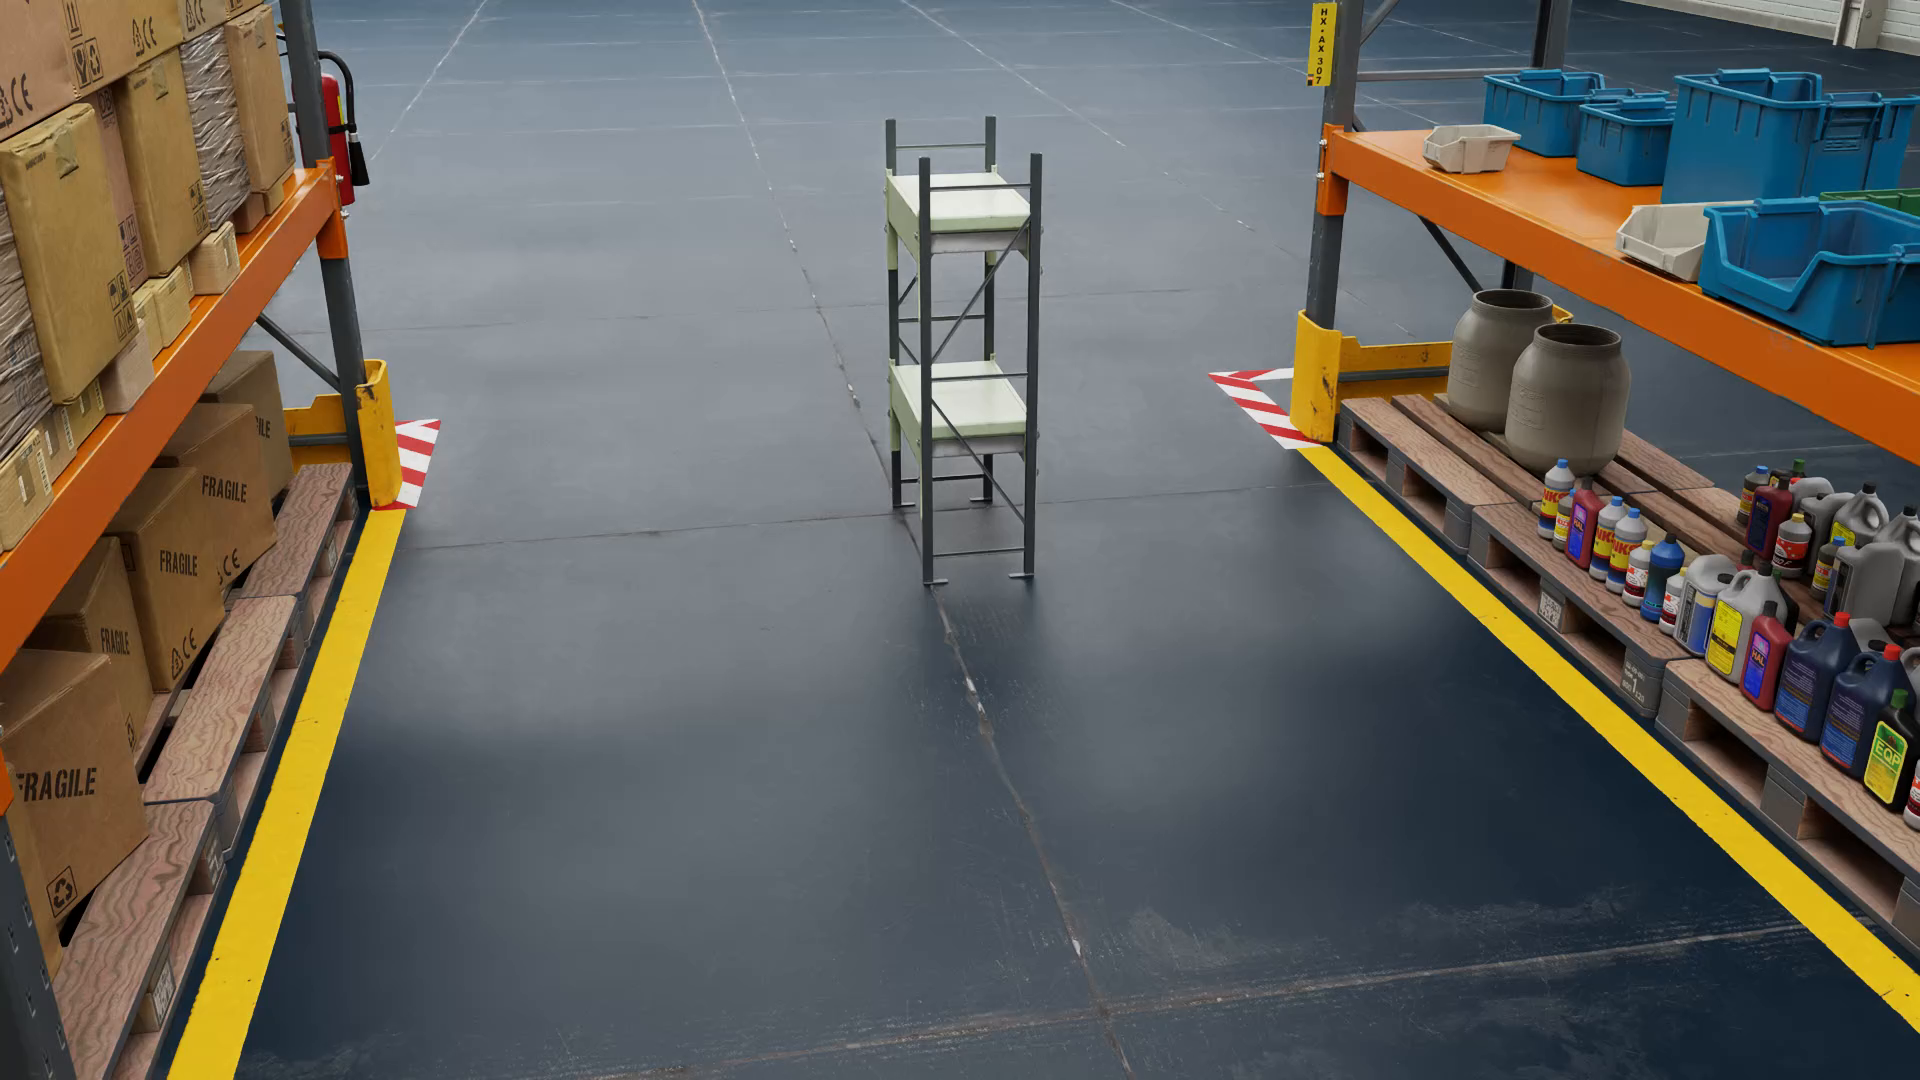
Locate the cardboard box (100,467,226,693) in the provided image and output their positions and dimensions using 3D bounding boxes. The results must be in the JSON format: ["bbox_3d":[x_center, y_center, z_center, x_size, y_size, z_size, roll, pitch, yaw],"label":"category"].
[{"bbox_3d":[-2.511,0.117,4.834,0.500,0.500,0.500,-2,24,-5],"label":"cardboard box"}]

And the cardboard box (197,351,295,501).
[{"bbox_3d":[-2.753,-0.364,5.933,0.500,0.500,0.500,0,24,0],"label":"cardboard box"}]

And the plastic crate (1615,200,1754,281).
[{"bbox_3d":[2.206,-0.856,4.791,0.530,0.136,0.437,-4,24,-10],"label":"plastic crate"}]

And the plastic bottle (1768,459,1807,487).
[{"bbox_3d":[2.826,-0.152,5.695,0.061,0.283,0.133,-4,24,-8],"label":"plastic bottle"}]

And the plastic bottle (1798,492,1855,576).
[{"bbox_3d":[2.832,-0.038,5.442,0.152,0.276,0.135,-5,24,-11],"label":"plastic bottle"}]

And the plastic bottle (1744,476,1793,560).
[{"bbox_3d":[2.702,-0.088,5.547,0.061,0.283,0.133,-4,24,-10],"label":"plastic bottle"}]

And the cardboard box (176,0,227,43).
[{"bbox_3d":[-2.319,-1.613,4.449,0.500,0.500,0.500,-4,24,-10],"label":"cardboard box"}]

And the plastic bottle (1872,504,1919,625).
[{"bbox_3d":[2.901,0.066,5.112,0.144,0.351,0.185,-4,24,-10],"label":"plastic bottle"}]

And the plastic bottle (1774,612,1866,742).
[{"bbox_3d":[2.318,0.348,4.465,0.144,0.351,0.185,-6,24,-12],"label":"plastic bottle"}]

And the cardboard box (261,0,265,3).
[{"bbox_3d":[-2.507,-2.006,5.349,0.500,0.500,0.500,-4,24,-10],"label":"cardboard box"}]

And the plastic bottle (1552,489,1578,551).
[{"bbox_3d":[2.064,-0.072,5.615,0.097,0.201,0.097,0,24,0],"label":"plastic bottle"}]

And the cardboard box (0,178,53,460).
[{"bbox_3d":[-2.134,-0.354,2.816,0.875,0.500,0.500,-4,24,-10],"label":"cardboard box"}]

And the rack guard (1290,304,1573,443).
[{"bbox_3d":[2.076,-0.758,7.362,1.175,0.500,0.348,-4,24,-10],"label":"rack guard"}]

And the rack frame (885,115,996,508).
[{"bbox_3d":[-0.069,-0.834,6.285,0.400,1.500,0.023,-4,24,-10],"label":"rack frame"}]

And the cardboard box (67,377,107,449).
[{"bbox_3d":[-2.019,-0.275,3.446,0.380,0.149,0.250,-4,24,-10],"label":"cardboard box"}]

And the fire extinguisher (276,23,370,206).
[{"bbox_3d":[-2.420,-1.607,6.279,0.296,0.674,0.183,-4,24,-10],"label":"fire extinguisher"}]

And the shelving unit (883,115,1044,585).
[{"bbox_3d":[-0.001,-0.690,5.956,0.431,1.500,0.755,-4,24,-10],"label":"shelving unit"}]

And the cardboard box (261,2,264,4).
[{"bbox_3d":[-2.777,-1.527,5.503,0.875,0.500,0.500,-4,24,-10],"label":"cardboard box"}]

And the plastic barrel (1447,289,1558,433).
[{"bbox_3d":[2.213,-0.729,6.756,0.421,0.512,0.421,0,24,0],"label":"plastic barrel"}]

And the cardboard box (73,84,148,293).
[{"bbox_3d":[-2.384,-0.742,3.706,0.875,0.500,0.500,-4,24,-10],"label":"cardboard box"}]

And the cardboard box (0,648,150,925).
[{"bbox_3d":[-2.260,0.578,3.778,0.500,0.500,0.500,3,24,7],"label":"cardboard box"}]

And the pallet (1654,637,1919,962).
[{"bbox_3d":[2.672,0.654,4.489,1.003,0.211,1.213,-4,24,-10],"label":"pallet"}]

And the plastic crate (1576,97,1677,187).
[{"bbox_3d":[2.517,-1.431,5.966,0.499,0.251,0.408,-4,24,-10],"label":"plastic crate"}]

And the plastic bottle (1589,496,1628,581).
[{"bbox_3d":[2.108,-0.010,5.385,0.097,0.271,0.097,0,24,0],"label":"plastic bottle"}]

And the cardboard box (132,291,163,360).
[{"bbox_3d":[-2.111,-0.472,3.896,0.380,0.149,0.250,-4,24,-10],"label":"cardboard box"}]

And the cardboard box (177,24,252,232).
[{"bbox_3d":[-2.517,-1.140,4.615,0.875,0.500,0.500,-4,24,-10],"label":"cardboard box"}]

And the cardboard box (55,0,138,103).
[{"bbox_3d":[-2.131,-1.220,3.549,0.500,0.500,0.500,-4,24,-10],"label":"cardboard box"}]

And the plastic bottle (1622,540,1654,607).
[{"bbox_3d":[2.145,0.100,5.220,0.097,0.201,0.097,0,24,0],"label":"plastic bottle"}]

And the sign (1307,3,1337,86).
[{"bbox_3d":[1.474,-2.018,6.777,0.100,0.325,0.005,-4,24,-10],"label":"sign"}]

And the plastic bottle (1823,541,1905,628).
[{"bbox_3d":[2.760,0.121,5.079,0.152,0.276,0.135,-4,24,-10],"label":"plastic bottle"}]

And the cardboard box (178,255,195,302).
[{"bbox_3d":[-2.237,-0.666,4.341,0.380,0.149,0.250,-4,24,-10],"label":"cardboard box"}]

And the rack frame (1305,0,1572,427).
[{"bbox_3d":[2.016,-1.930,6.922,1.000,3.000,0.127,-4,24,-10],"label":"rack frame"}]

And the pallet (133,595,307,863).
[{"bbox_3d":[-2.500,0.545,4.738,1.003,0.211,1.213,-4,24,-10],"label":"pallet"}]

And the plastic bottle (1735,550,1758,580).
[{"bbox_3d":[2.336,0.180,4.935,0.061,0.283,0.133,-4,24,-10],"label":"plastic bottle"}]

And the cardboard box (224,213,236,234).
[{"bbox_3d":[-2.417,-0.958,5.009,0.380,0.149,0.250,-4,24,-10],"label":"cardboard box"}]

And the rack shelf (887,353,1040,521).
[{"bbox_3d":[-0.001,-0.391,6.086,0.431,0.370,0.720,-4,24,-10],"label":"rack shelf"}]

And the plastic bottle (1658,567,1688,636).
[{"bbox_3d":[2.183,0.181,5.035,0.097,0.201,0.097,0,24,0],"label":"plastic bottle"}]

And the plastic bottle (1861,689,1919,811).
[{"bbox_3d":[2.342,0.522,4.152,0.061,0.283,0.133,-3,24,-7],"label":"plastic bottle"}]

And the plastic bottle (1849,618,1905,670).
[{"bbox_3d":[2.459,0.361,4.528,0.152,0.276,0.135,-4,24,-10],"label":"plastic bottle"}]

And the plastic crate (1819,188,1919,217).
[{"bbox_3d":[2.782,-0.815,4.632,0.450,0.188,0.662,-4,24,-10],"label":"plastic crate"}]

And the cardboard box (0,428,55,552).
[{"bbox_3d":[-1.890,-0.081,3.002,0.380,0.149,0.250,-4,24,-10],"label":"cardboard box"}]

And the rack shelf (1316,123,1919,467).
[{"bbox_3d":[2.386,-0.814,5.264,1.077,0.370,4.000,-4,24,-10],"label":"rack shelf"}]

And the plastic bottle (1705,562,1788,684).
[{"bbox_3d":[2.258,0.221,4.756,0.144,0.351,0.185,-4,24,-10],"label":"plastic bottle"}]

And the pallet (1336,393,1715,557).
[{"bbox_3d":[2.221,-0.306,6.687,1.003,0.211,1.213,-4,24,-10],"label":"pallet"}]

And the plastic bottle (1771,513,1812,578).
[{"bbox_3d":[2.713,0.013,5.419,0.097,0.201,0.097,0,24,0],"label":"plastic bottle"}]

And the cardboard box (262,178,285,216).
[{"bbox_3d":[-2.454,-1.159,5.469,0.380,0.149,0.250,-4,24,-10],"label":"cardboard box"}]
